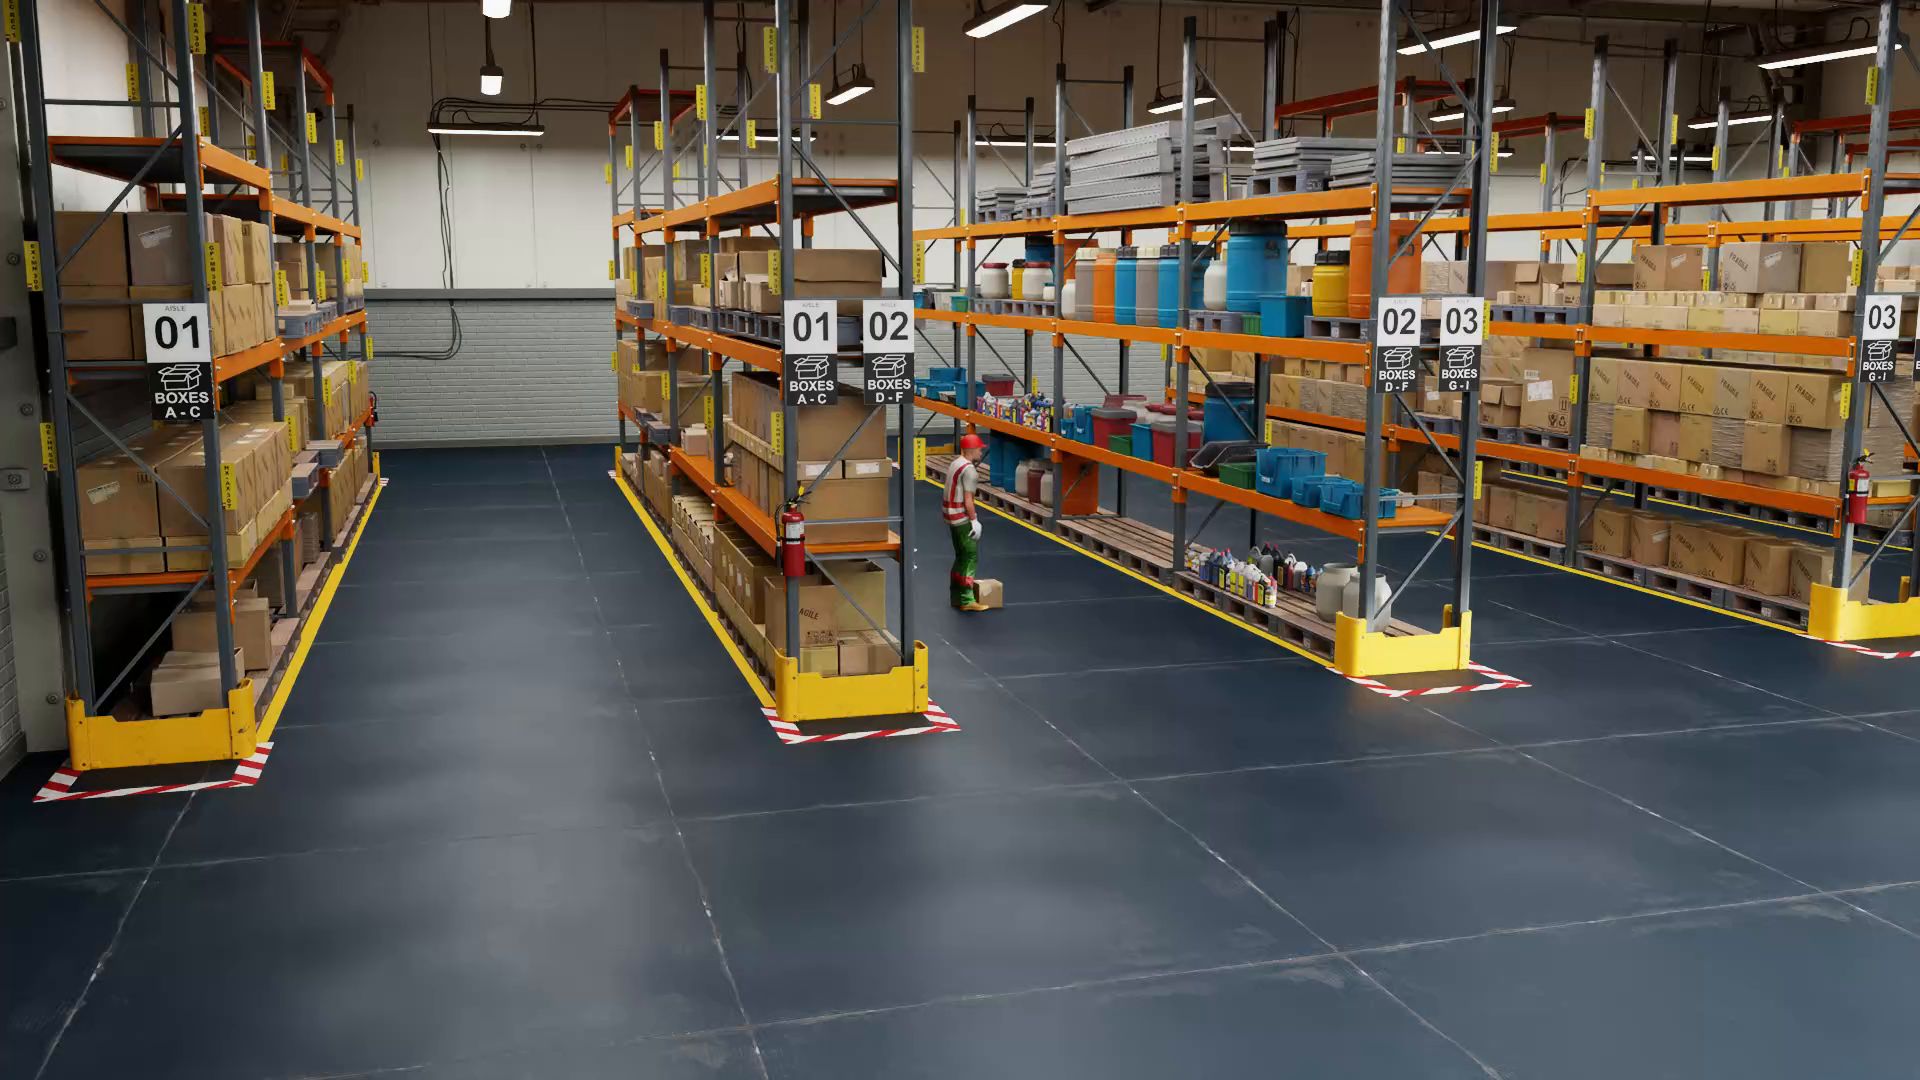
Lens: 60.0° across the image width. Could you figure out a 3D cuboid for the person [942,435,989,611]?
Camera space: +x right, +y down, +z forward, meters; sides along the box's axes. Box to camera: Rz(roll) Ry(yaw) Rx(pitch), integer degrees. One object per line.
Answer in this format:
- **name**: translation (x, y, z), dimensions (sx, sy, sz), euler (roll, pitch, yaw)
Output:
- **person**: translation (0.067, -0.187, 16.990), dimensions (0.456, 1.778, 0.614), euler (-3, 10, -17)
